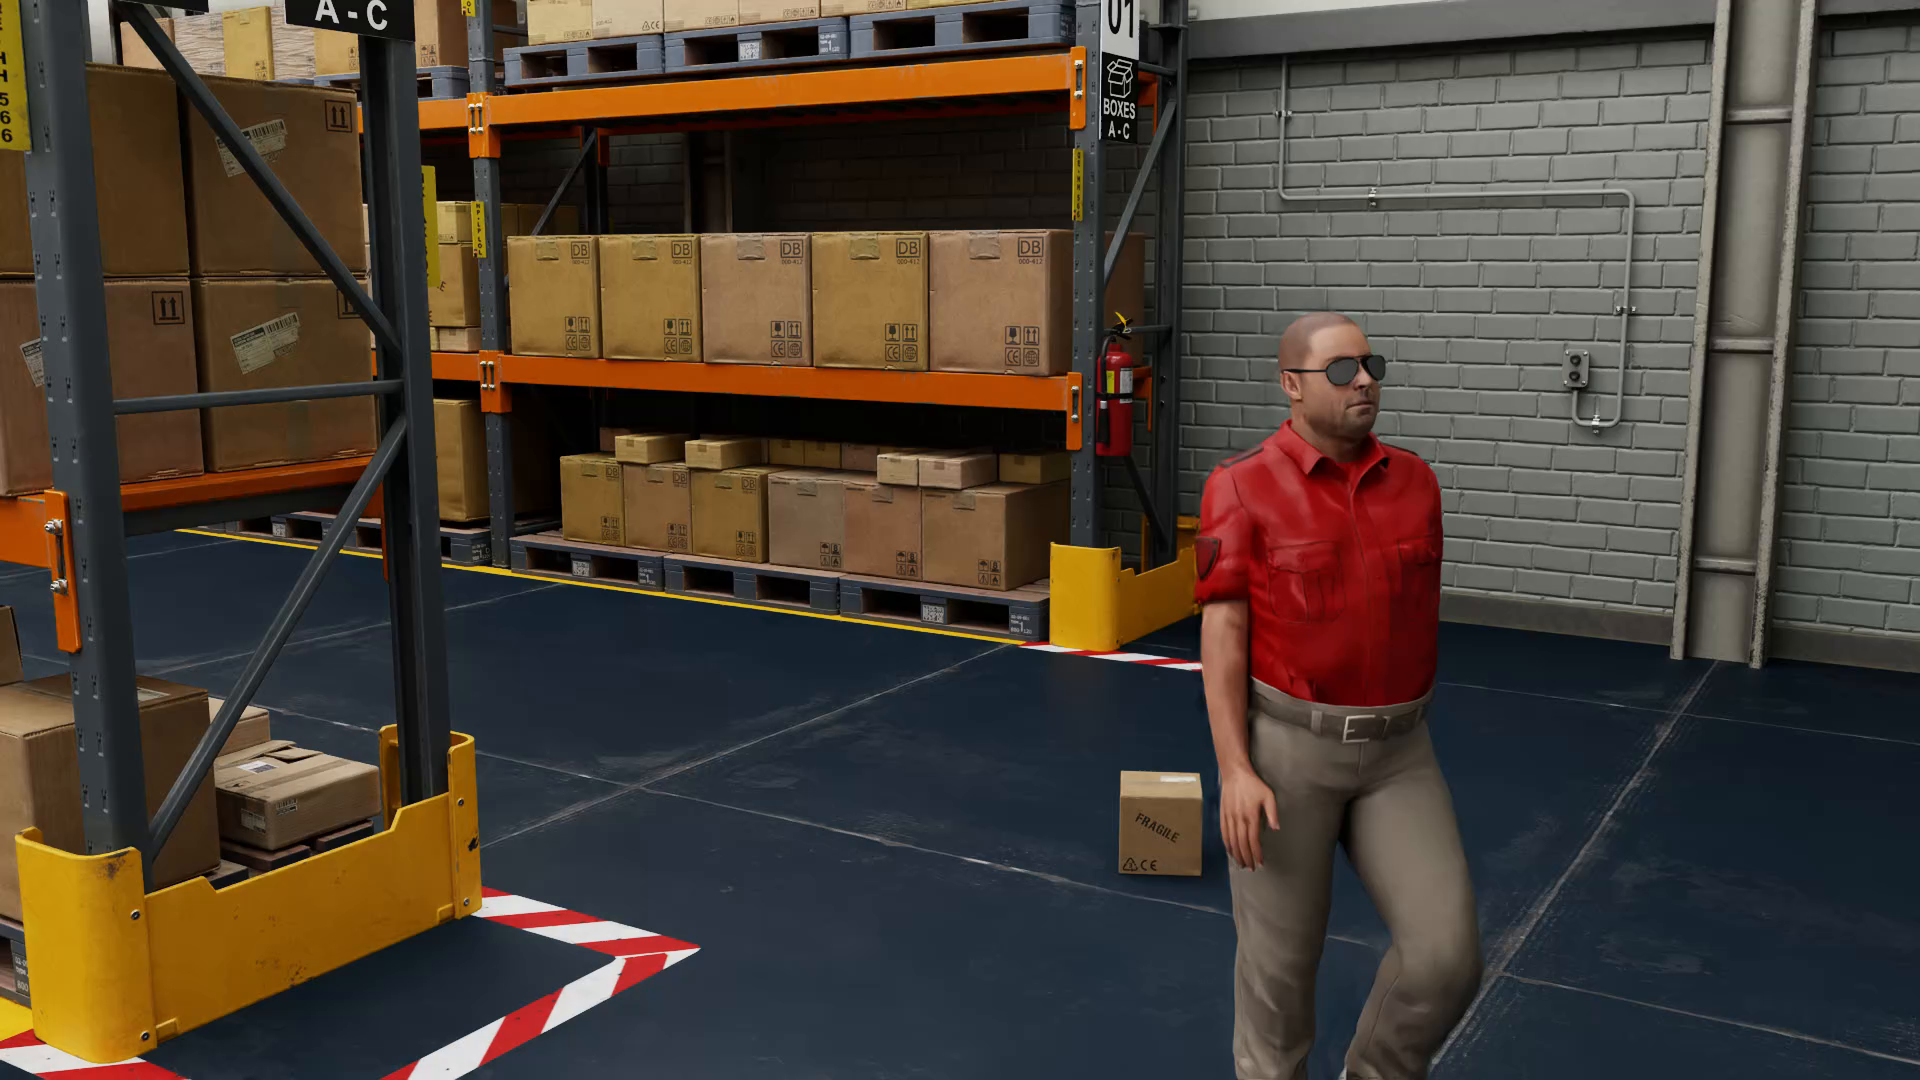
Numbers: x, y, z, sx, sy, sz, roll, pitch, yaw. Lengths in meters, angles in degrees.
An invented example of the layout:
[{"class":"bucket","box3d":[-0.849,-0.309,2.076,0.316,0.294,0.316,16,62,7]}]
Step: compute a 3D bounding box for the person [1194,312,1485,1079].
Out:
[{"class":"person","box3d":[0.721,0.463,3.171,0.538,1.776,0.468,-2,10,-12]}]
